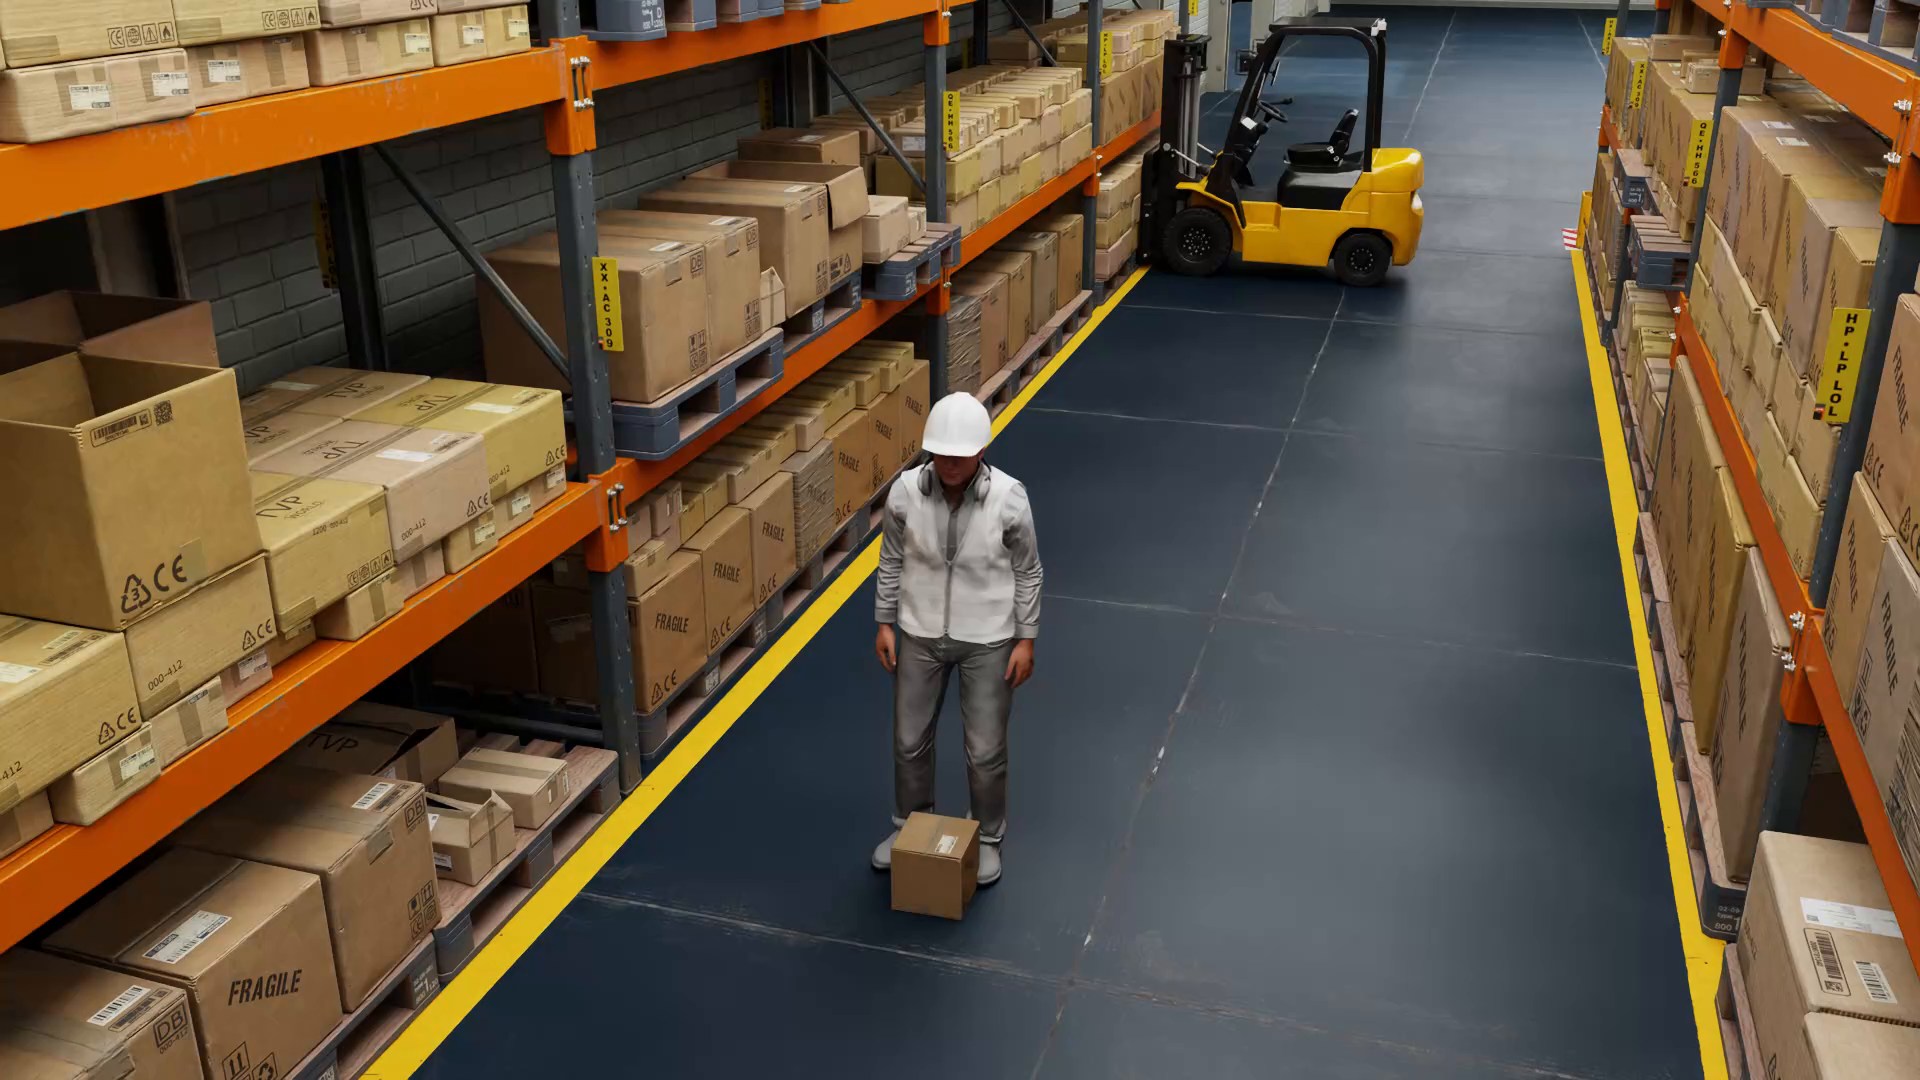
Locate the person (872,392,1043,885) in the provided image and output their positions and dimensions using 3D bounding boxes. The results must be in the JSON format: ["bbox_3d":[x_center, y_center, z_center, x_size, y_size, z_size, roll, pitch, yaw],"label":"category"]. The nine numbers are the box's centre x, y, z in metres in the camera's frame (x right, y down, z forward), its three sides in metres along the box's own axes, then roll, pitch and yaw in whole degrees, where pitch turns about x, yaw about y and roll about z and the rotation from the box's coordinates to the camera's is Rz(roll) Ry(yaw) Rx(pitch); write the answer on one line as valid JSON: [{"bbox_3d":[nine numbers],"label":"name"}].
[{"bbox_3d":[-0.013,0.330,5.730,0.579,1.769,0.466,5,22,13],"label":"person"}]
